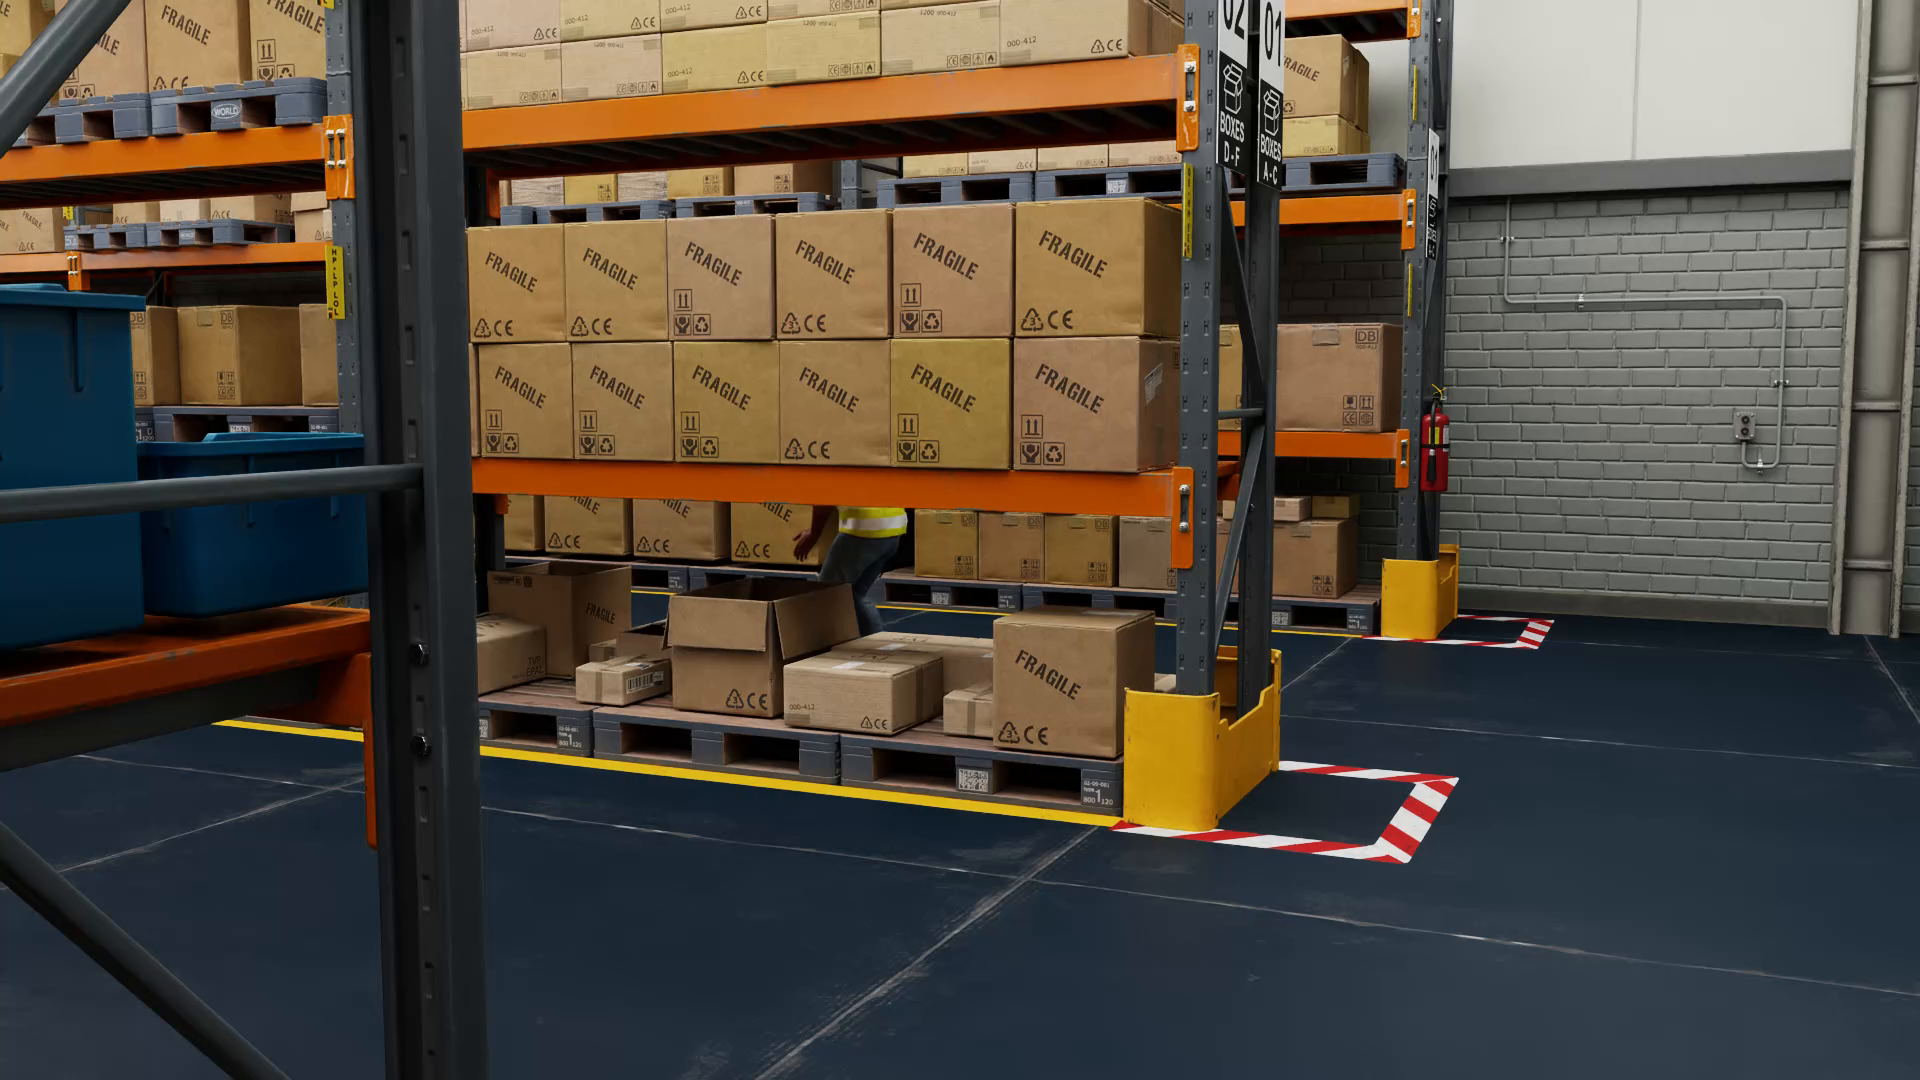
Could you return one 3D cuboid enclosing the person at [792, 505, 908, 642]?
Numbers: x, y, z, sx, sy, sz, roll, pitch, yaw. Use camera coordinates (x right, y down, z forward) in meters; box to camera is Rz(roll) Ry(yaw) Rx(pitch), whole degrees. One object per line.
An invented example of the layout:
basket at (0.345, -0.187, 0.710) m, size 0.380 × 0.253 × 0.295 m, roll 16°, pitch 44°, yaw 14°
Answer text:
person at (-0.591, -0.036, 8.904) m, size 0.554 × 1.651 × 0.610 m, roll 3°, pitch 6°, yaw 25°
